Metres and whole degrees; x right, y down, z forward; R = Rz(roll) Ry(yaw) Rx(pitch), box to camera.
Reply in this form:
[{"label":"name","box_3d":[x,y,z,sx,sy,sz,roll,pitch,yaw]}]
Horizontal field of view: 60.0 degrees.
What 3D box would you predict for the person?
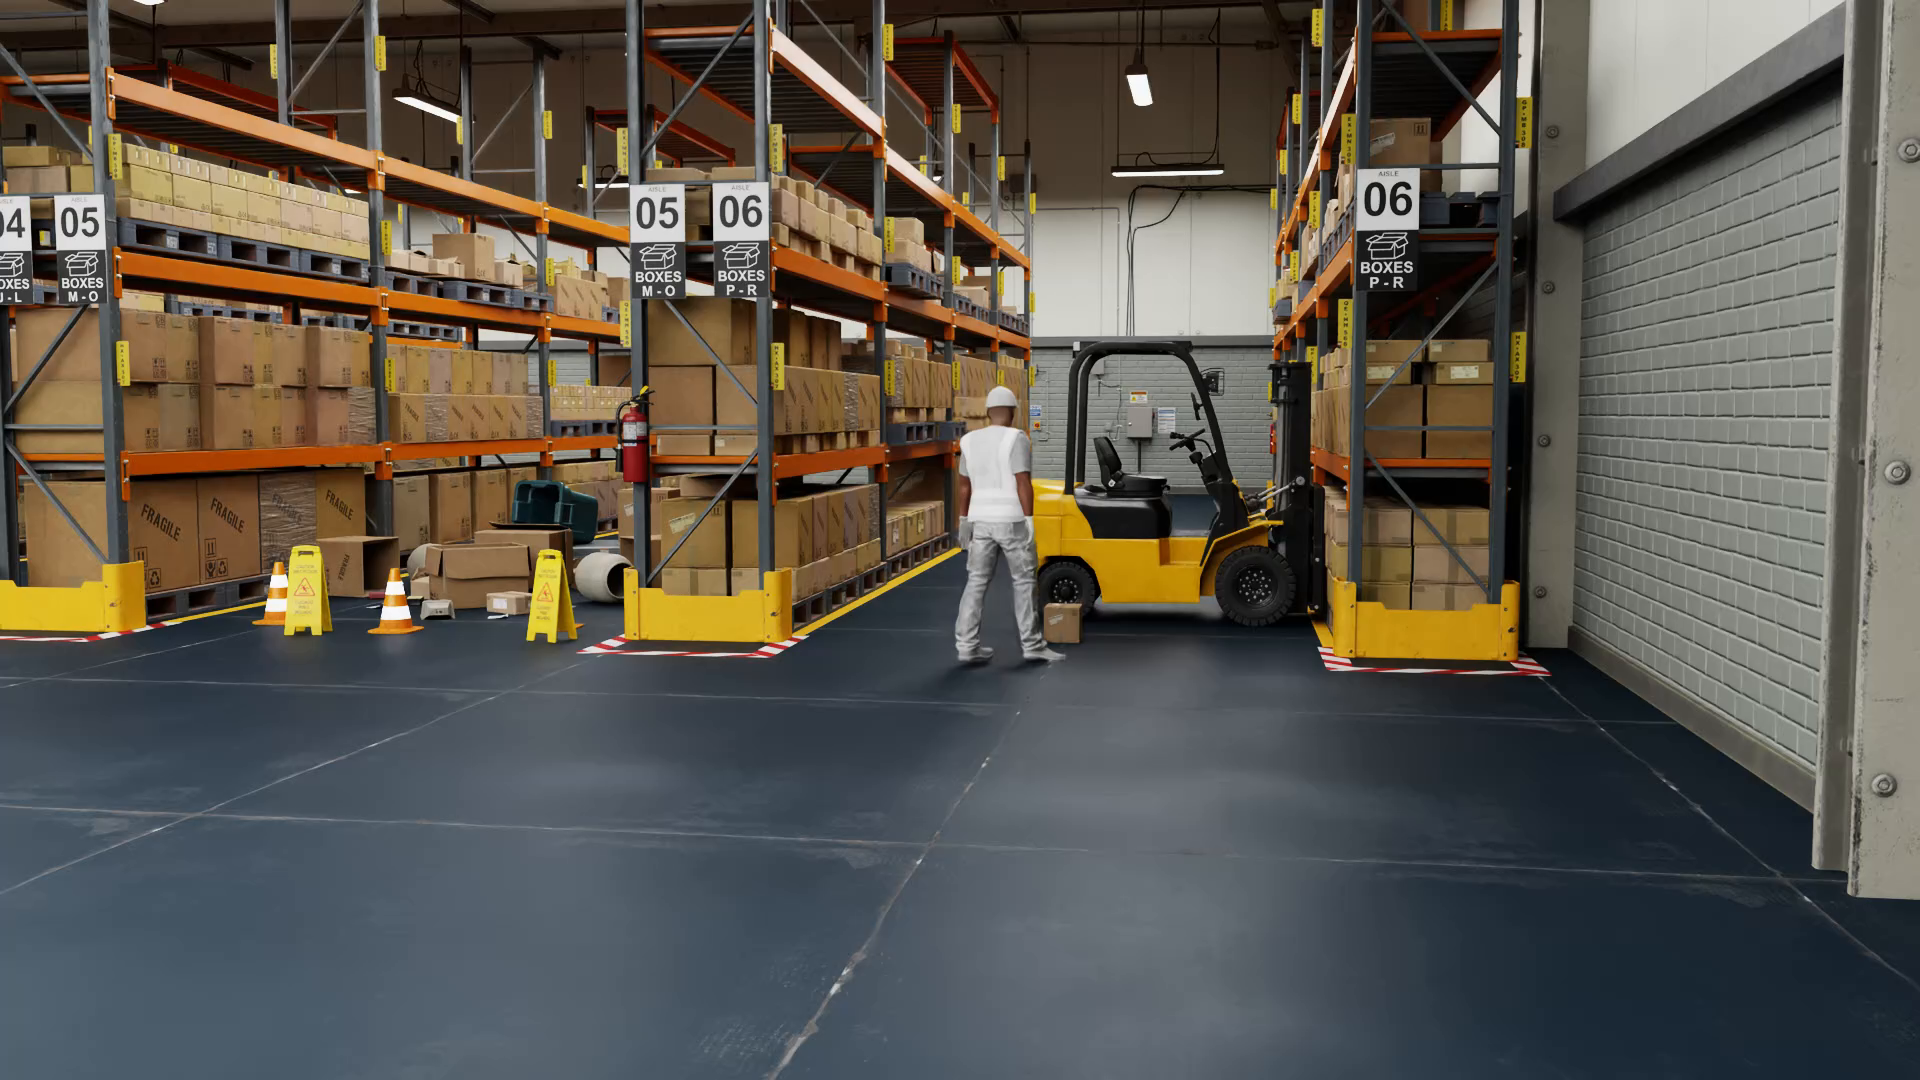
[{"label":"person","box_3d":[0.257,-0.092,10.744,0.638,1.797,0.670,3,6,37]}]
